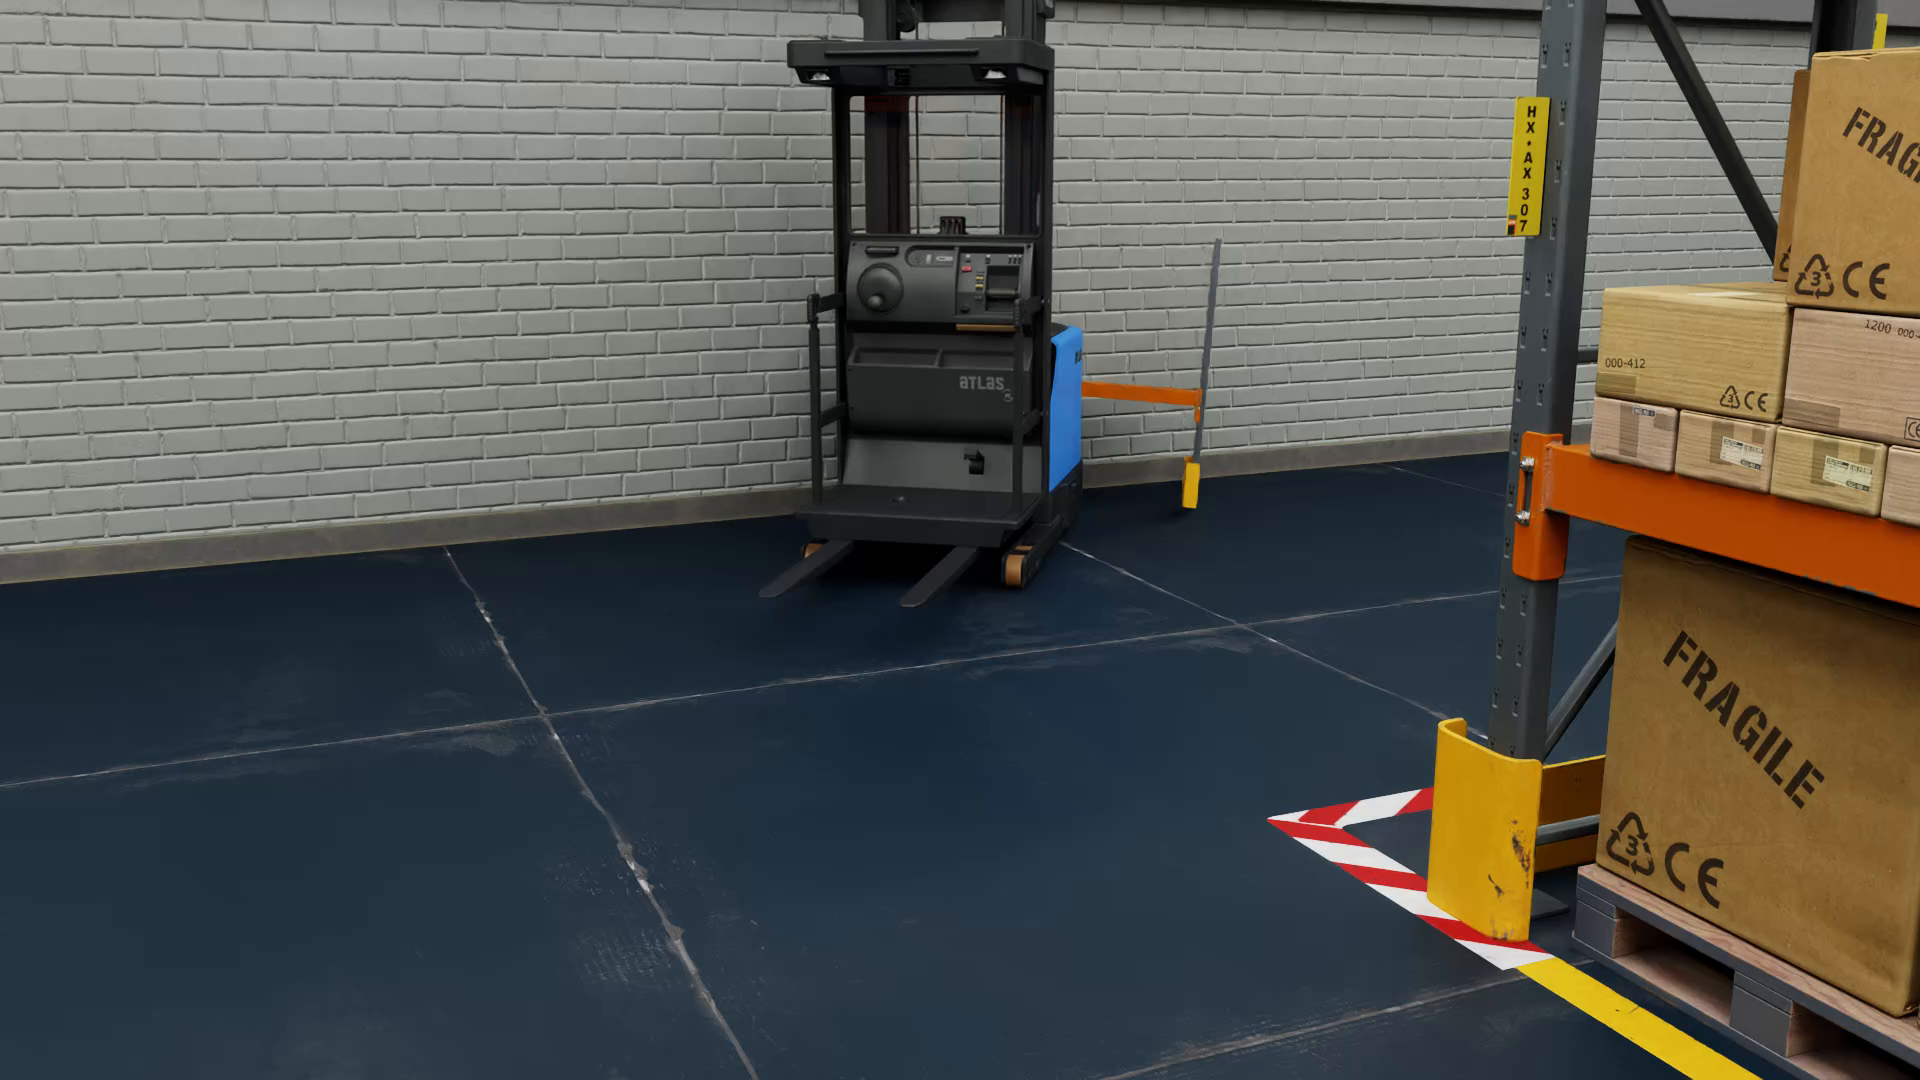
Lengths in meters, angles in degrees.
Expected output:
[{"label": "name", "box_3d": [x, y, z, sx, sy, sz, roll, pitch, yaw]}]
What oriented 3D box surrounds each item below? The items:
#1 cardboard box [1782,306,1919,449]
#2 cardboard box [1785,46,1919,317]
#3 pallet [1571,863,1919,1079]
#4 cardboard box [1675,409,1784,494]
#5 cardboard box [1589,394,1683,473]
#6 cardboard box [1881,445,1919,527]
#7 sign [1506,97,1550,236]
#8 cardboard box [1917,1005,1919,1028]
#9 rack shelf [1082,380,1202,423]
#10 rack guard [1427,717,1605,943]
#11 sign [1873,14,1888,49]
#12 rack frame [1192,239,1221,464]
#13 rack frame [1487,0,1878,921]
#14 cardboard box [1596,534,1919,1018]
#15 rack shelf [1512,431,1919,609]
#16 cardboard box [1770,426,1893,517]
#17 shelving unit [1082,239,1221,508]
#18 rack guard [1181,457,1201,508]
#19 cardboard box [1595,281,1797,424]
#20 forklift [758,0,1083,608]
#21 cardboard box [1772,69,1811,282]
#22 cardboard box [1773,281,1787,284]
[{"label": "cardboard box", "box_3d": [2.042, -0.332, 3.324, 0.500, 0.250, 0.500, -6, 14, -24]}, {"label": "cardboard box", "box_3d": [2.028, -0.701, 3.255, 0.500, 0.500, 0.500, -6, 14, -24]}, {"label": "pallet", "box_3d": [2.275, 1.026, 3.967, 1.003, 0.211, 1.213, -6, 14, -23]}, {"label": "cardboard box", "box_3d": [1.827, -0.212, 3.690, 0.380, 0.149, 0.250, -6, 14, -24]}, {"label": "cardboard box", "box_3d": [1.723, -0.265, 3.919, 0.380, 0.149, 0.250, -5, 14, -22]}, {"label": "cardboard box", "box_3d": [2.035, -0.105, 3.230, 0.380, 0.149, 0.250, -6, 14, -24]}, {"label": "sign", "box_3d": [1.372, -0.902, 4.018, 0.100, 0.325, 0.005, -6, 14, -23]}, {"label": "cardboard box", "box_3d": [2.577, 0.653, 3.176, 0.875, 0.875, 0.875, -6, 14, -23]}, {"label": "rack shelf", "box_3d": [0.887, -0.825, 9.631, 1.000, 0.185, 0.538, 5, 7, 7]}, {"label": "rack guard", "box_3d": [1.873, 0.722, 4.639, 1.175, 0.500, 0.348, -6, 14, -23]}, {"label": "sign", "box_3d": [2.386, -1.216, 4.378, 0.100, 0.325, 0.005, -6, 14, -23]}, {"label": "rack frame", "box_3d": [1.404, -0.954, 9.550, 0.032, 1.500, 0.500, 5, 7, 7]}, {"label": "rack frame", "box_3d": [1.883, -0.490, 4.336, 1.000, 3.000, 0.127, -6, 14, -23]}, {"label": "cardboard box", "box_3d": [2.213, 0.465, 3.988, 0.875, 0.875, 0.875, -6, 14, -23]}, {"label": "rack shelf", "box_3d": [2.684, 0.273, 2.632, 1.077, 0.370, 4.000, -6, 14, -23]}, {"label": "cardboard box", "box_3d": [1.930, -0.159, 3.462, 0.380, 0.149, 0.250, -6, 14, -24]}, {"label": "shelving unit", "box_3d": [0.892, -1.004, 9.610, 1.083, 1.500, 0.587, 5, 7, 7]}, {"label": "rack guard", "box_3d": [1.334, -0.338, 9.628, 0.087, 0.250, 0.587, 5, 7, 7]}, {"label": "cardboard box", "box_3d": [1.828, -0.439, 3.786, 0.500, 0.250, 0.500, -6, 14, -24]}, {"label": "forklift", "box_3d": [-0.149, -1.291, 7.947, 1.130, 2.935, 3.031, 3, 13, 13]}, {"label": "cardboard box", "box_3d": [2.319, -0.851, 3.903, 0.500, 0.500, 0.500, -5, 14, -22]}, {"label": "cardboard box", "box_3d": [2.320, -0.486, 3.990, 0.500, 0.250, 0.500, -6, 14, -24]}]
